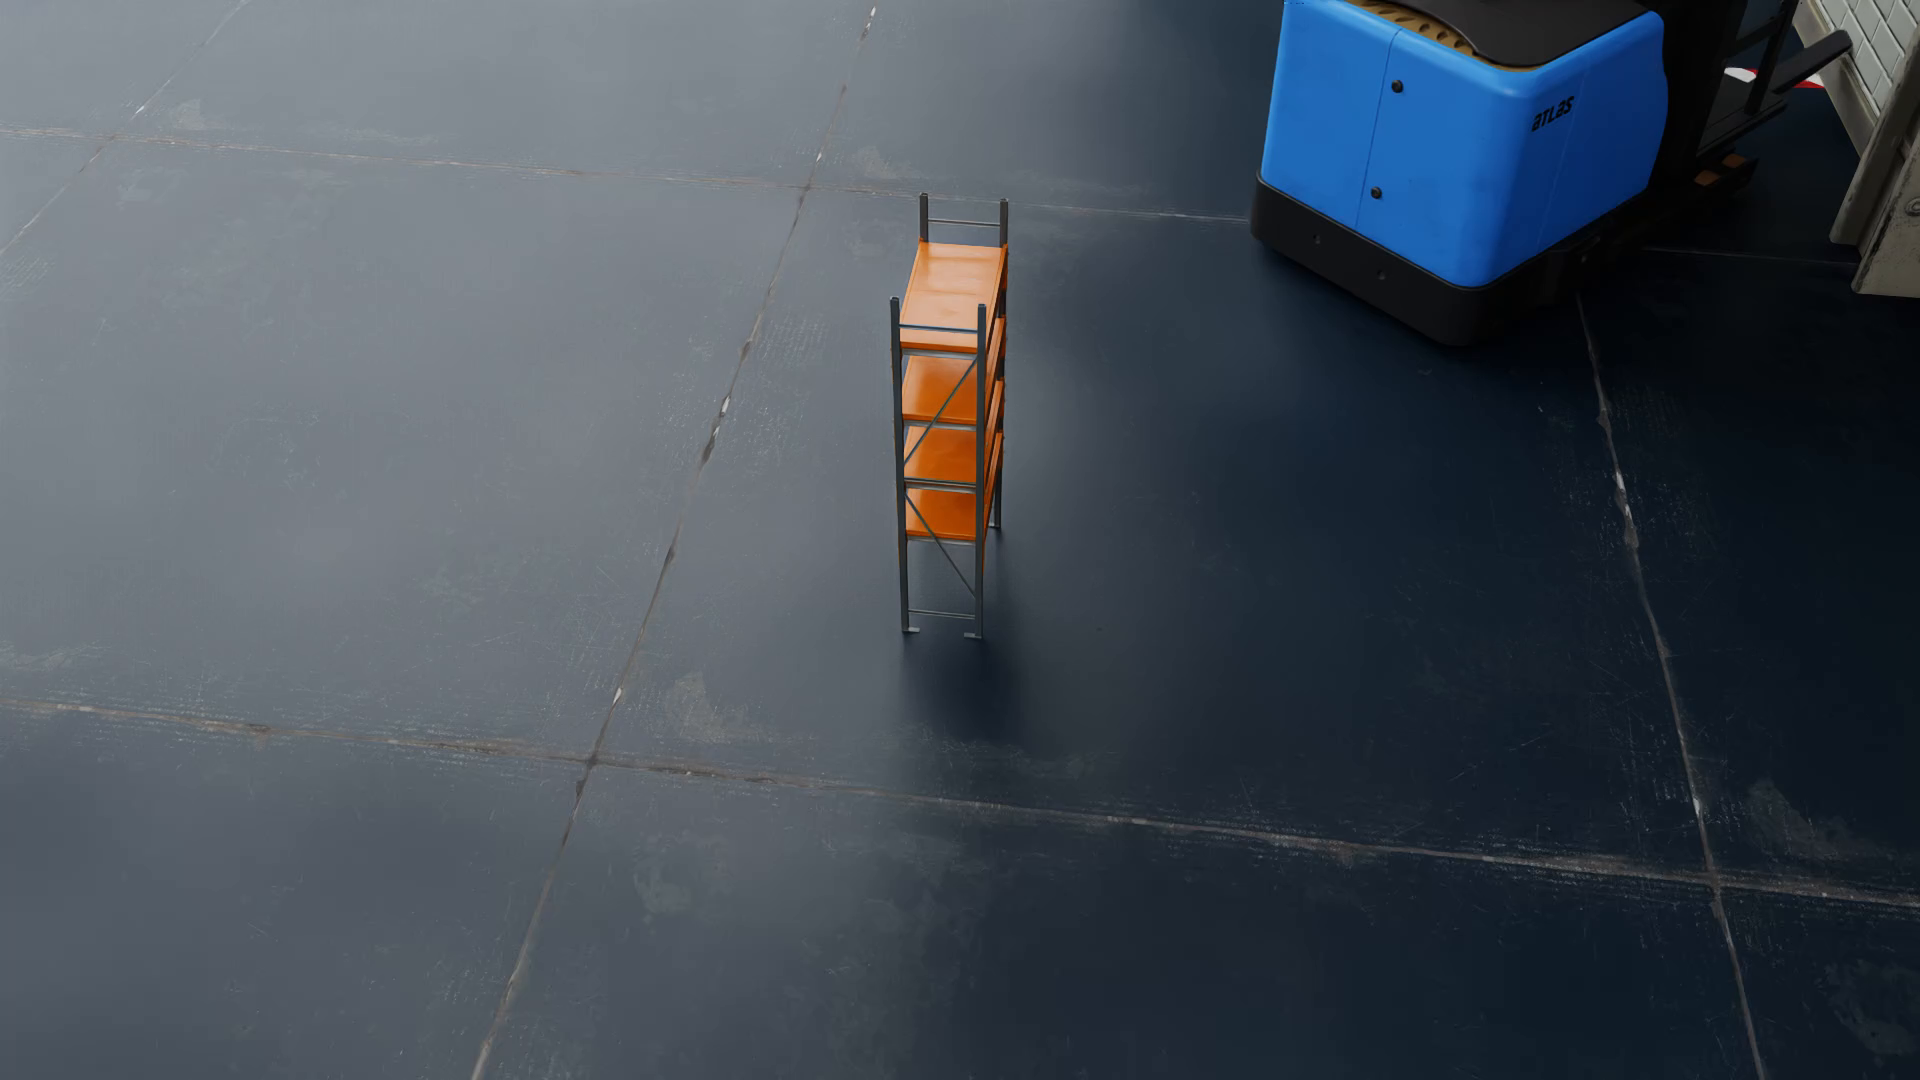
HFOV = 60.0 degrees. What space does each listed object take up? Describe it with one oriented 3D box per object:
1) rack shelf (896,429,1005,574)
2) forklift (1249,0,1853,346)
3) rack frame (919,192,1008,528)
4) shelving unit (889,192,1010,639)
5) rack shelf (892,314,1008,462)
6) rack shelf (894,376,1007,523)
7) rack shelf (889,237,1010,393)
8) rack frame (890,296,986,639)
[{"bbox_3d":[-0.022,-0.130,4.901,0.258,0.148,0.480,5,44,6],"label":"rack shelf"},{"bbox_3d":[2.565,-2.613,5.878,3.031,2.935,1.130,-30,51,-28],"label":"forklift"},{"bbox_3d":[0.010,-0.489,4.894,0.240,1.200,0.015,5,44,6],"label":"rack frame"},{"bbox_3d":[-0.022,-0.323,4.718,0.258,1.200,0.503,5,44,6],"label":"shelving unit"},{"bbox_3d":[-0.022,-0.436,4.611,0.258,0.148,0.480,5,44,6],"label":"rack shelf"},{"bbox_3d":[-0.022,-0.274,4.765,0.258,0.148,0.480,5,44,6],"label":"rack shelf"},{"bbox_3d":[-0.022,-0.608,4.448,0.258,0.148,0.480,5,44,6],"label":"rack shelf"},{"bbox_3d":[-0.054,-0.157,4.543,0.240,1.200,0.015,5,44,6],"label":"rack frame"}]
